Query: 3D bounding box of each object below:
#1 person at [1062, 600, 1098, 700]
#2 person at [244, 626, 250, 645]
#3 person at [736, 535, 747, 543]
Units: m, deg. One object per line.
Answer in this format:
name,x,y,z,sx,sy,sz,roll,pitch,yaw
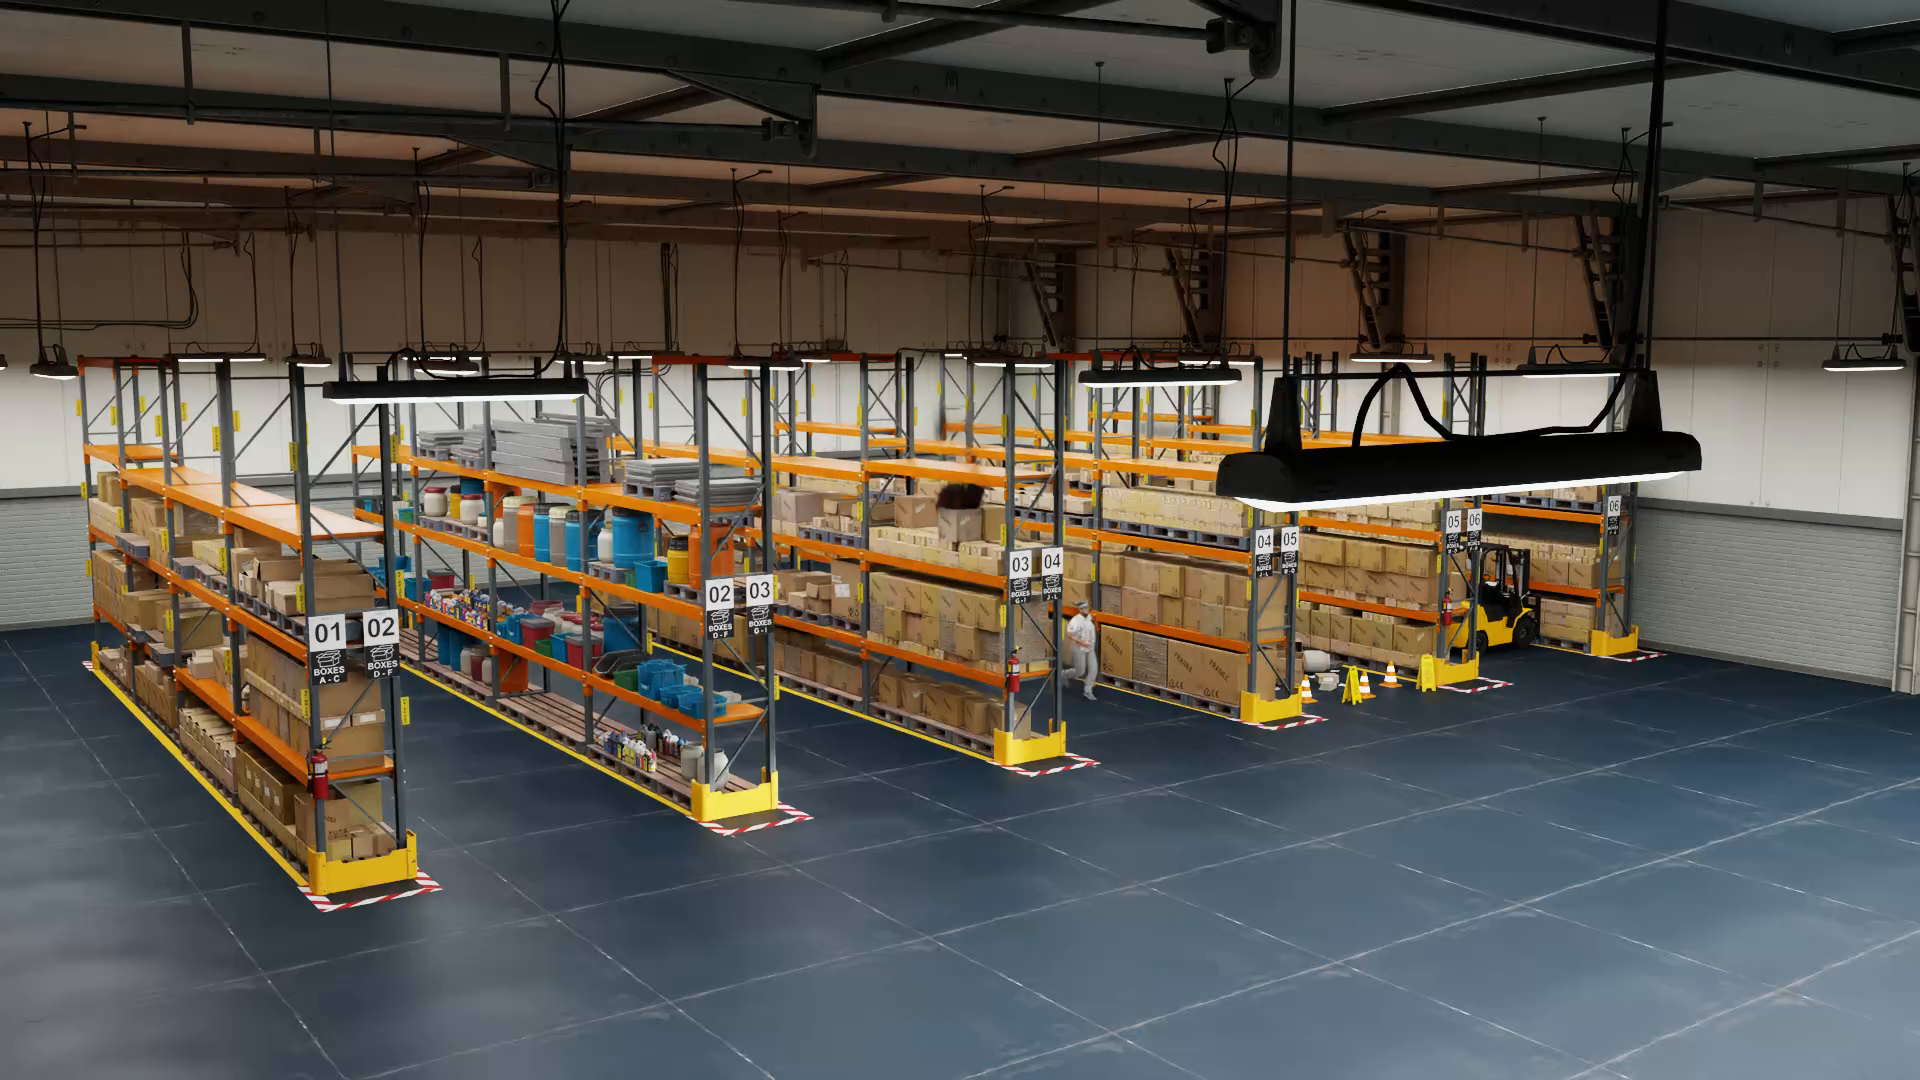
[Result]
person,2.136,1.924,29.425,0.672,1.790,0.814,-6,9,-42
person,-13.802,1.561,32.250,0.707,1.802,0.665,5,8,35
person,-5.362,0.578,40.814,0.620,1.665,0.648,3,8,23
